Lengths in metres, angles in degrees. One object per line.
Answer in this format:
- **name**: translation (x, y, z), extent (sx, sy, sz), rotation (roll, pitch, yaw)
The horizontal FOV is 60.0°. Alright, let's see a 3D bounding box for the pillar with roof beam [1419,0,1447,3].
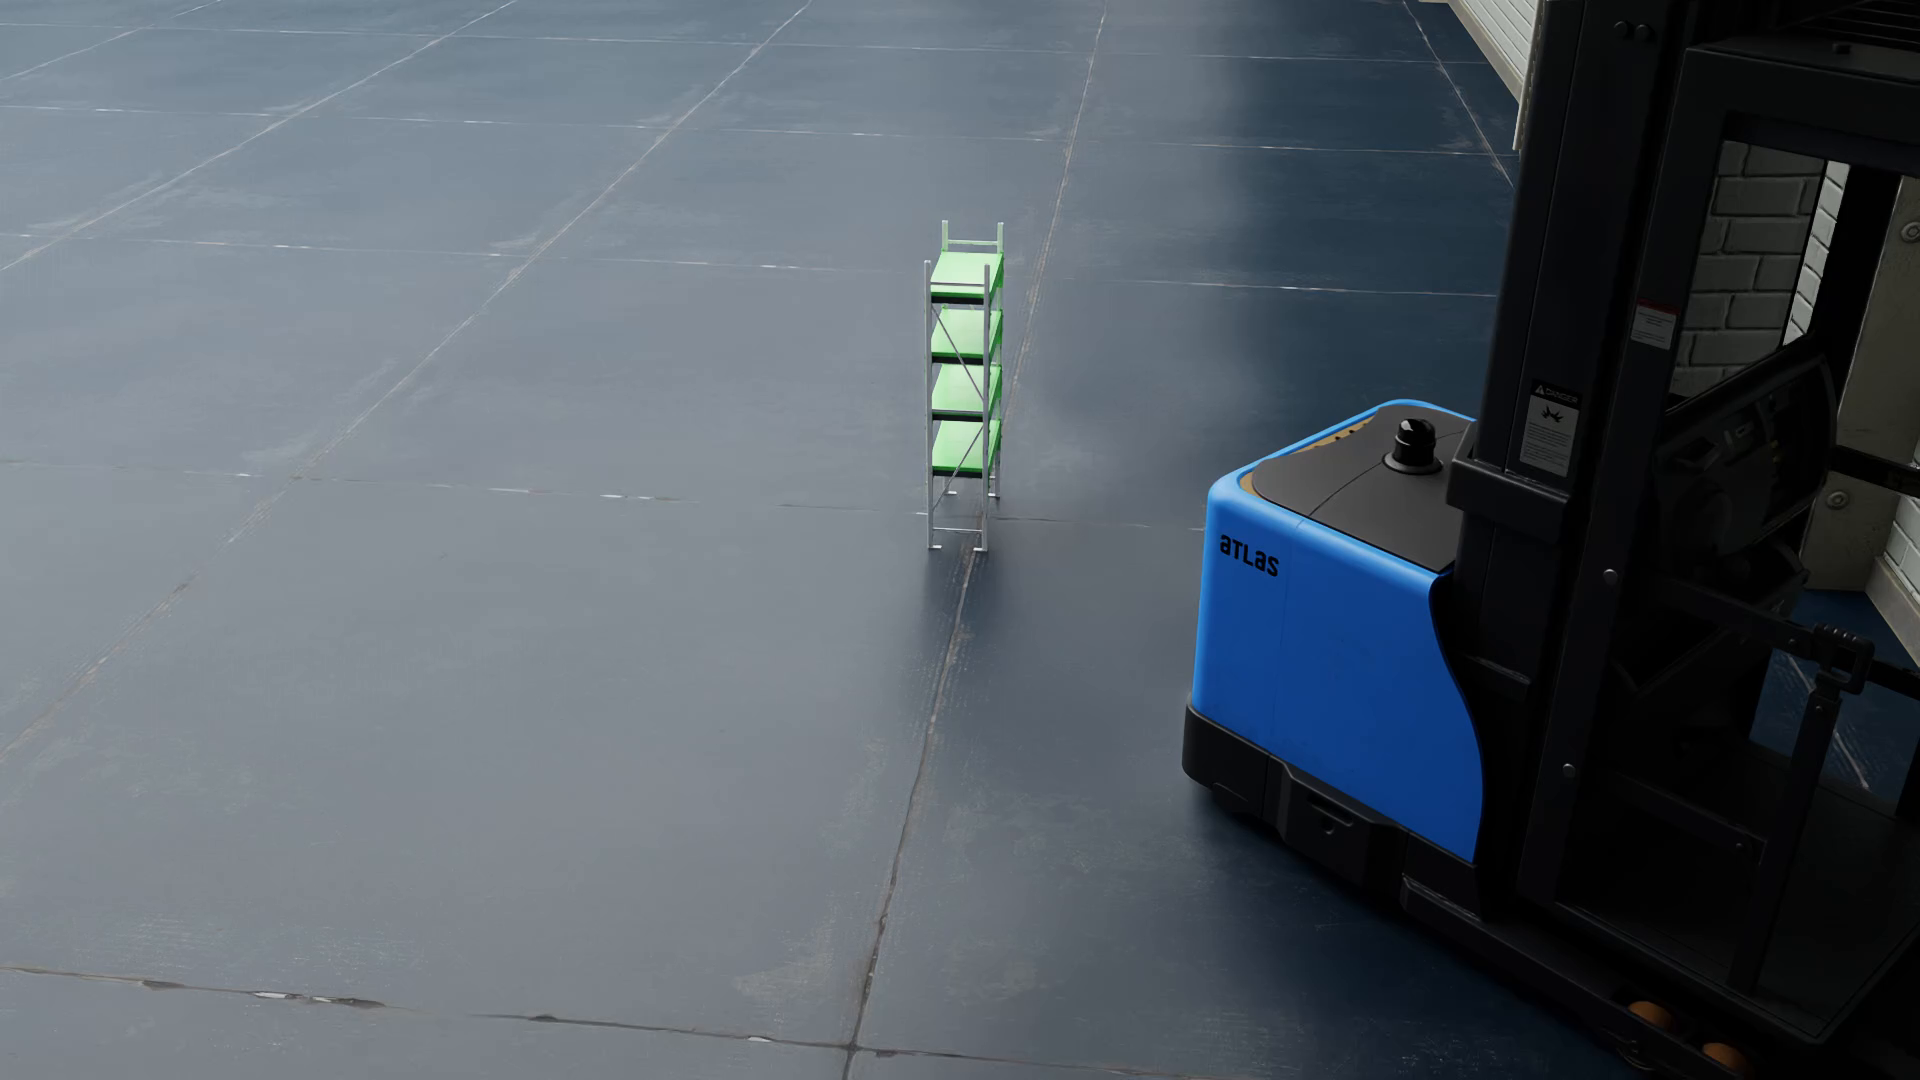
- **pillar with roof beam**: translation (0.579, -9.764, 15.386), extent (9.100, 9.000, 0.400), rotation (3, 28, 6)

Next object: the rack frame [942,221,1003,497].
- **rack frame**: translation (0.050, -0.721, 6.823), extent (0.240, 1.200, 0.015), rotation (3, 28, 6)

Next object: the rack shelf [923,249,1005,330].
- **rack shelf**: translation (0.020, -0.972, 6.413), extent (0.258, 0.148, 0.480), rotation (3, 28, 6)

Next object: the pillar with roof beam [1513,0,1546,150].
- **pillar with roof beam**: translation (-0.156, -6.940, 10.143), extent (9.100, 9.000, 0.400), rotation (3, 28, 6)

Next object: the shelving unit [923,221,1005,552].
- **shelving unit**: translation (0.020, -0.606, 6.610), extent (0.258, 1.200, 0.503), rotation (3, 28, 6)

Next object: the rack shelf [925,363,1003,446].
- **rack shelf**: translation (0.020, -0.550, 6.640), extent (0.258, 0.148, 0.480), rotation (3, 28, 6)

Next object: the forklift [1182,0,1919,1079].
- **forklift**: translation (2.062, -0.147, 3.933), extent (1.130, 2.935, 3.031), rotation (-23, 36, -36)

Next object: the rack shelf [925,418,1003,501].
- **rack shelf**: translation (0.020, -0.339, 6.754), extent (0.258, 0.148, 0.480), rotation (3, 28, 6)

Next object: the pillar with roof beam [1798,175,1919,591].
- **pillar with roof beam**: translation (-0.891, -4.115, 4.901), extent (9.100, 9.000, 0.400), rotation (3, 28, 6)

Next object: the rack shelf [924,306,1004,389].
- **rack shelf**: translation (0.020, -0.761, 6.527), extent (0.258, 0.148, 0.480), rotation (3, 28, 6)

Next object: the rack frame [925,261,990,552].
- **rack frame**: translation (-0.010, -0.491, 6.397), extent (0.240, 1.200, 0.015), rotation (3, 28, 6)
